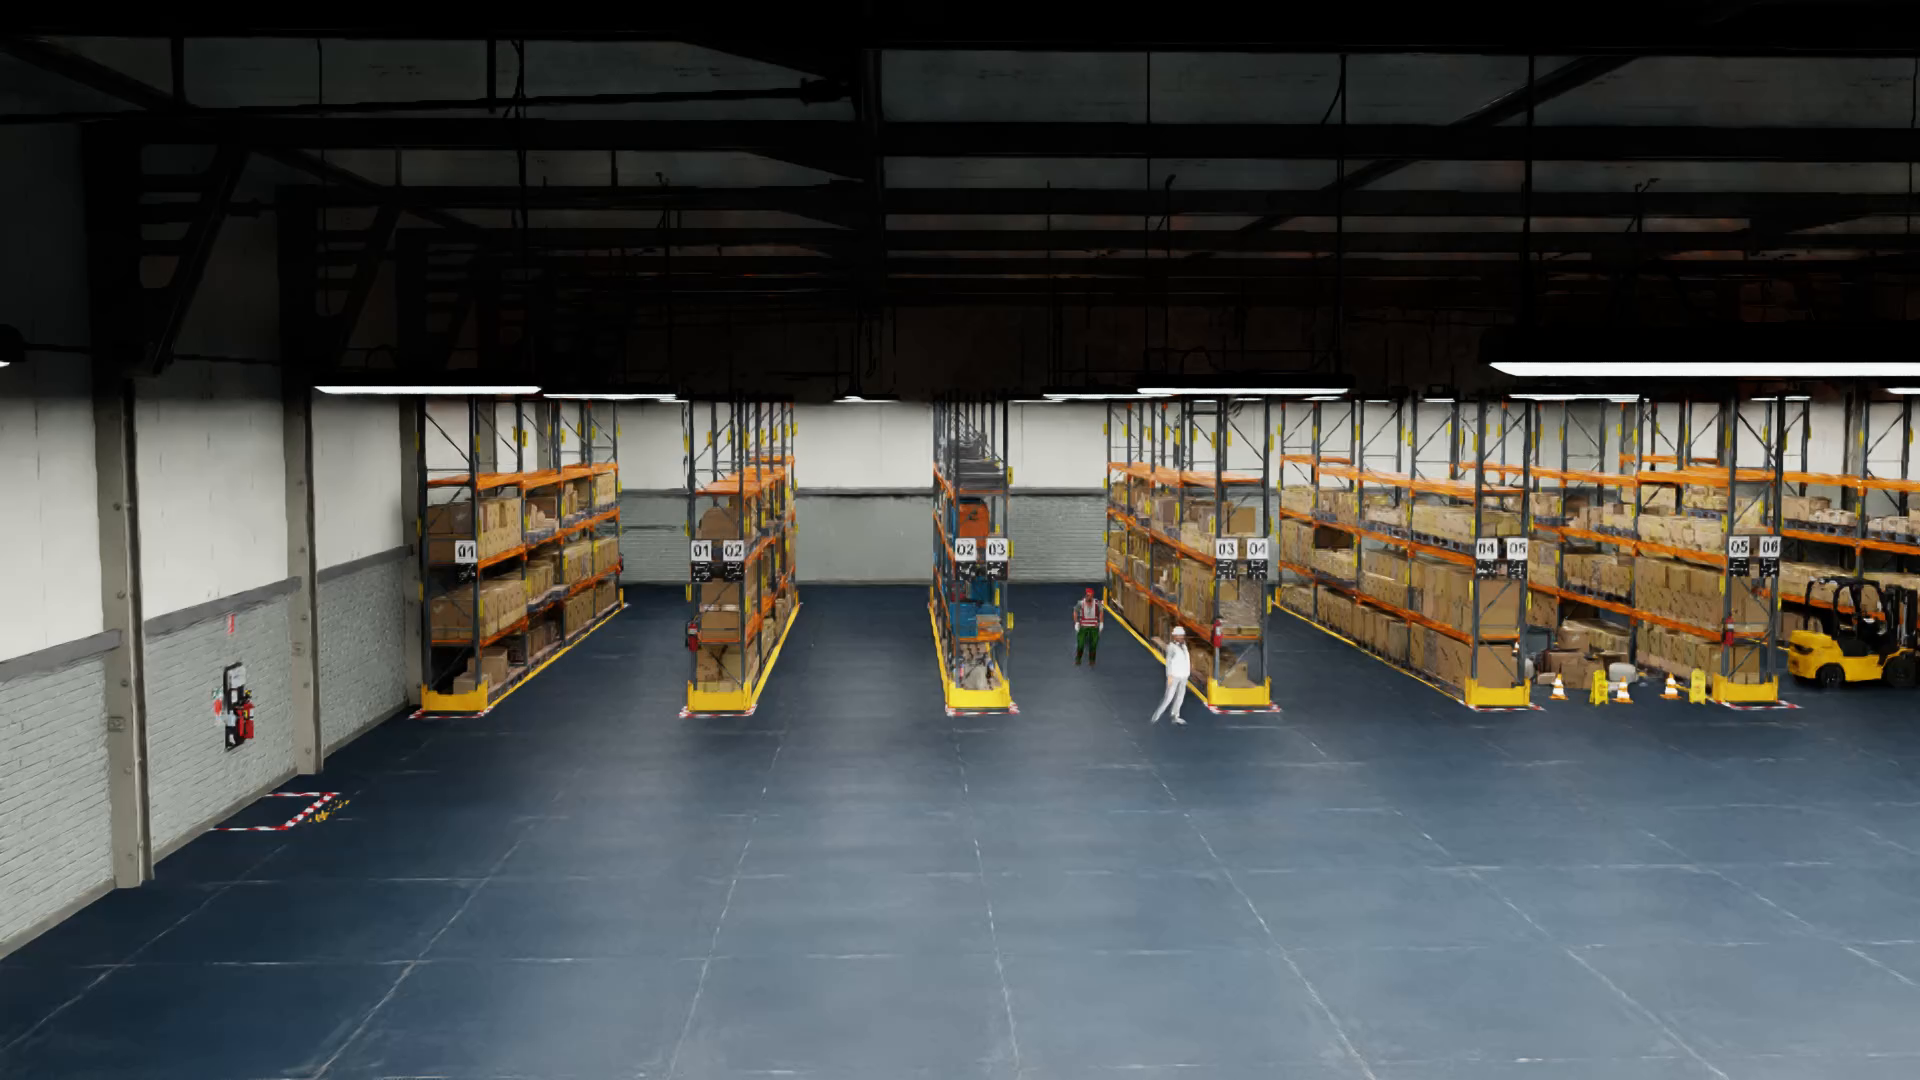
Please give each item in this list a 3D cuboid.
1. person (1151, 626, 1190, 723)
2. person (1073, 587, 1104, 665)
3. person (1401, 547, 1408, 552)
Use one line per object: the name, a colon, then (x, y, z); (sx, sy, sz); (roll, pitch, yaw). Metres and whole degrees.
person: (3.776, 2.415, 29.775); (0.711, 1.761, 0.521); (-4, 6, -43)
person: (2.814, 1.891, 36.455); (0.677, 1.741, 0.551); (0, 5, -3)
person: (12.555, 1.018, 46.753); (0.398, 1.767, 0.667); (0, 5, 2)
